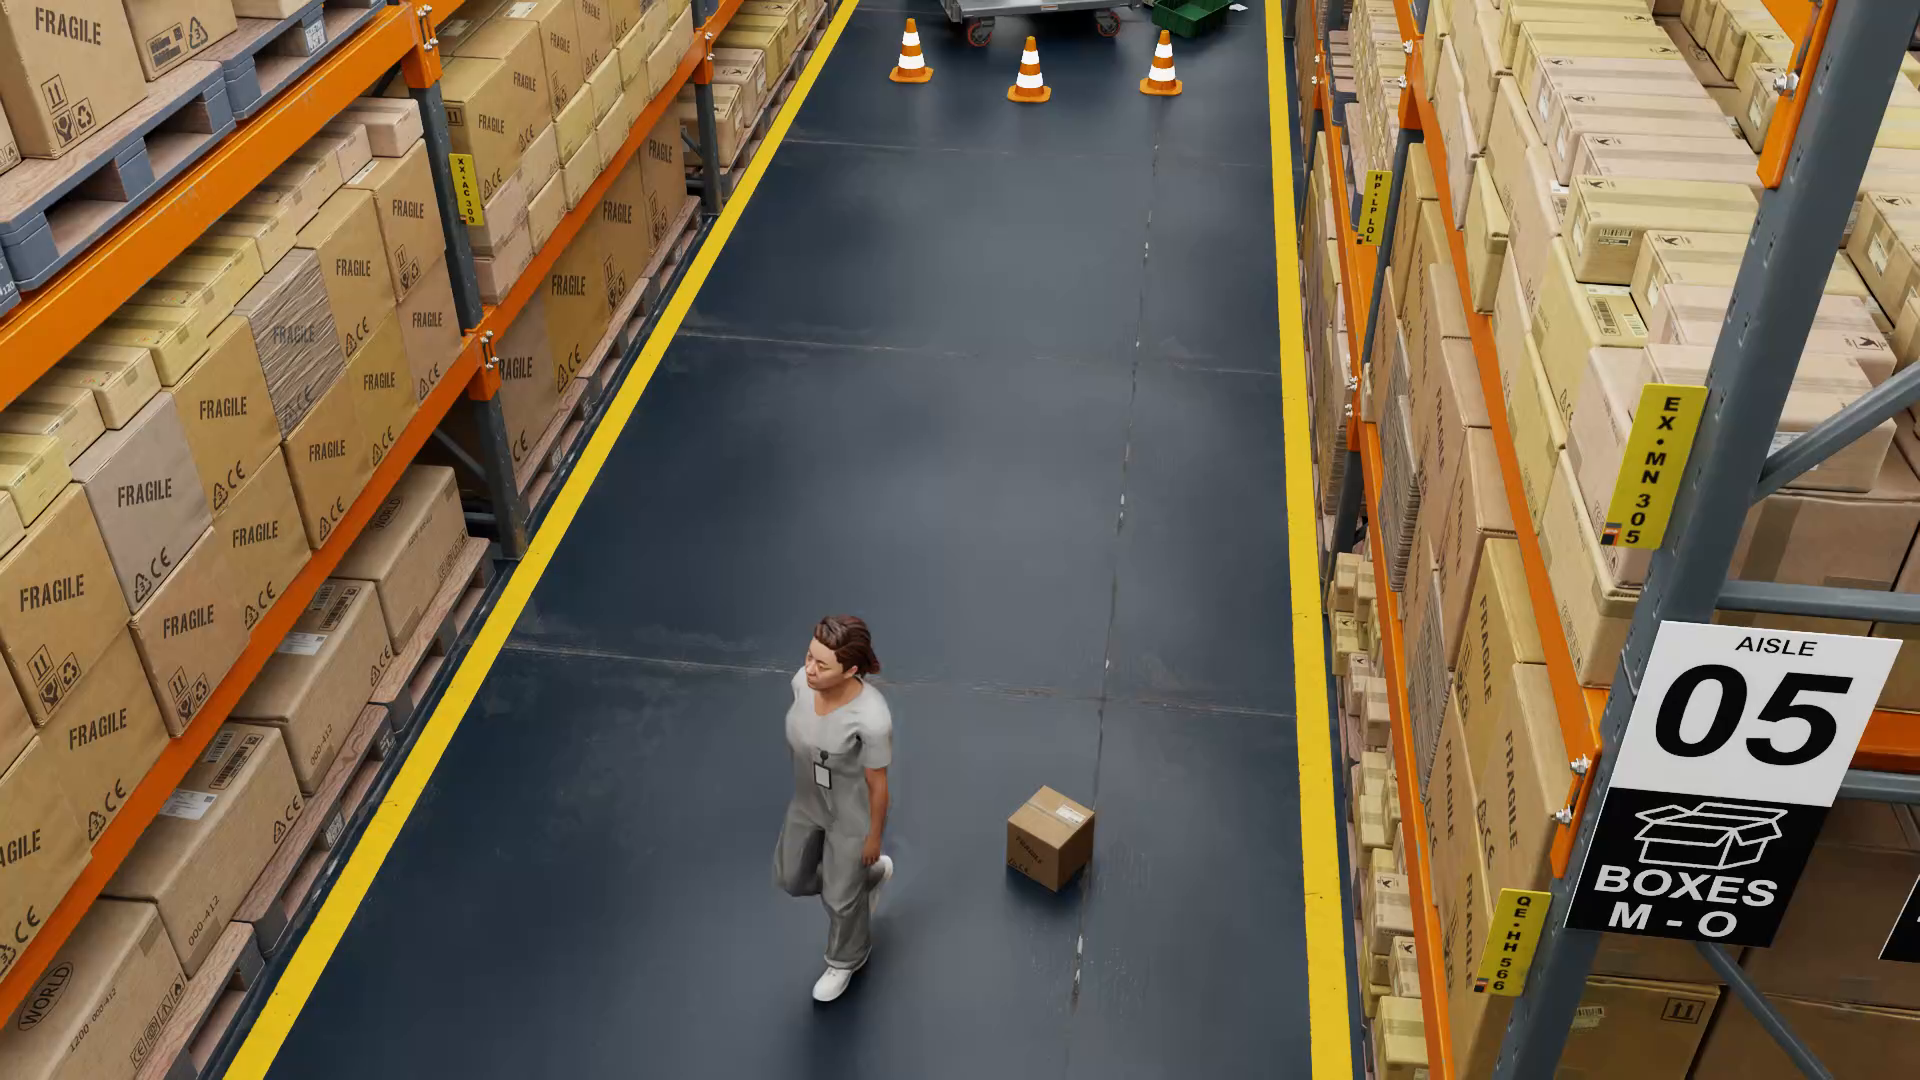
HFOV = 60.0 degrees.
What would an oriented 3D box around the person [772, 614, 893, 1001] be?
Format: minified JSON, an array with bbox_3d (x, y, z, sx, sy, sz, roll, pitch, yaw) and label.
[{"bbox_3d":[-0.384,0.902,5.774,0.441,1.658,0.526,26,44,31],"label":"person"}]
